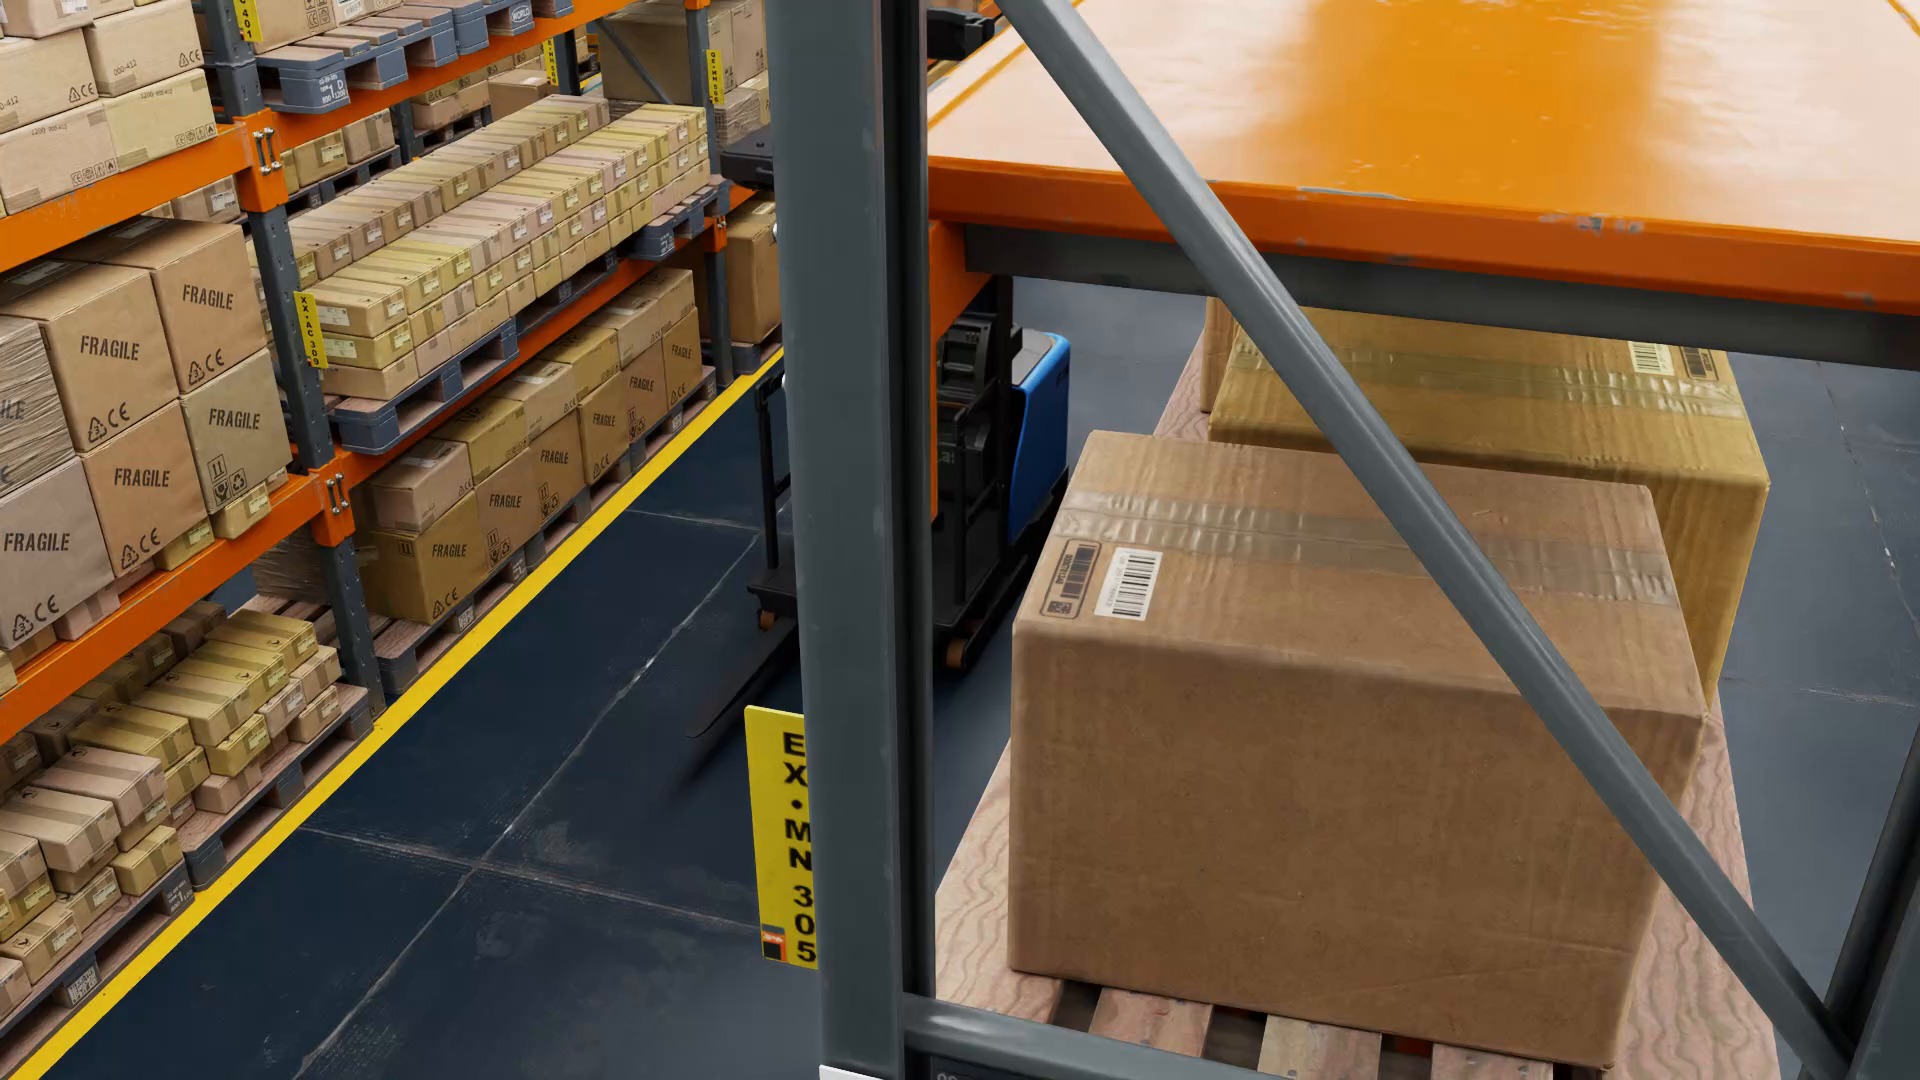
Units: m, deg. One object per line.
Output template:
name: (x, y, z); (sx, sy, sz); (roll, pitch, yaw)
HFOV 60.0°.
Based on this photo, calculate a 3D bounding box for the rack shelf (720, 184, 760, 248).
rack shelf: (-1.424, -3.029, 12.350); (1.077, 0.370, 4.000); (8, 30, 15)

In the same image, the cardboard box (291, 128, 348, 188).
cardboard box: (-5.958, -3.389, 14.528); (0.950, 0.372, 0.625); (10, 31, 18)

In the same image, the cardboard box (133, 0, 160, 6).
cardboard box: (-3.016, -2.009, 5.920); (0.380, 0.149, 0.250); (7, 30, 13)

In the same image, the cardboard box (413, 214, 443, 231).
cardboard box: (-2.874, -1.585, 8.535); (0.380, 0.149, 0.250); (9, 30, 15)

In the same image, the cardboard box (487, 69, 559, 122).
cardboard box: (-3.889, -3.931, 15.023); (0.500, 0.500, 0.500); (8, 30, 15)

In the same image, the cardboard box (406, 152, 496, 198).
cardboard box: (-2.716, -1.950, 8.884); (0.380, 0.149, 0.250); (9, 30, 16)

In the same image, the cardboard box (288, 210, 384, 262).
cardboard box: (-3.022, -1.470, 8.022); (0.380, 0.149, 0.250); (8, 30, 15)

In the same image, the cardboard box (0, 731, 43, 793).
cardboard box: (-3.857, 0.853, 6.520); (0.380, 0.149, 0.250); (9, 30, 16)

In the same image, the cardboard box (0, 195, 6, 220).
cardboard box: (-3.378, -1.068, 5.152); (0.500, 0.250, 0.500); (8, 30, 14)

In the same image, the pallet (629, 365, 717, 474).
pallet: (-2.242, -0.833, 10.530); (1.003, 0.211, 1.213); (8, 30, 15)

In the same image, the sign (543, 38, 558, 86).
sign: (-2.543, -2.998, 10.362); (0.100, 0.325, 0.005); (8, 30, 15)

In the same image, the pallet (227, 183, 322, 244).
pallet: (-6.182, -2.783, 14.036); (1.003, 0.211, 1.213); (8, 30, 15)

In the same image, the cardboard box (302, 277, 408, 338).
cardboard box: (-2.630, -1.007, 7.188); (0.380, 0.149, 0.250); (10, 31, 17)

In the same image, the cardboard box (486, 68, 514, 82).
cardboard box: (-4.869, -4.647, 16.914); (0.500, 0.250, 0.500); (8, 30, 14)

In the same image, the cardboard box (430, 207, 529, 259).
cardboard box: (-2.326, -1.490, 8.058); (0.380, 0.149, 0.250); (8, 30, 14)

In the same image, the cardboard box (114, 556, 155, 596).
cardboard box: (-3.294, 0.081, 6.276); (0.380, 0.149, 0.250); (8, 30, 13)

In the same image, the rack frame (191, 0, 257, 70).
rack frame: (-3.185, -3.177, 5.704); (1.000, 3.000, 0.127); (8, 30, 15)

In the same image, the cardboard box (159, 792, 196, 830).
cardboard box: (-3.340, 1.084, 6.717); (0.380, 0.149, 0.250); (8, 30, 14)

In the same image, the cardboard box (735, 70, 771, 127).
cardboard box: (-1.475, -2.865, 11.211); (0.500, 0.500, 0.500); (8, 30, 14)

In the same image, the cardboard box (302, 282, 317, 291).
cardboard box: (-3.181, -1.095, 7.653); (0.380, 0.149, 0.250); (9, 30, 15)

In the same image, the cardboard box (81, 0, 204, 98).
cardboard box: (-3.078, -1.768, 5.898); (0.500, 0.250, 0.500); (7, 30, 12)

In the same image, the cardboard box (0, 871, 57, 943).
cardboard box: (-3.544, 1.287, 6.046); (0.380, 0.149, 0.250); (10, 31, 17)

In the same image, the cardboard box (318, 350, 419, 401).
cardboard box: (-2.630, -0.747, 7.333); (0.380, 0.149, 0.250); (7, 30, 12)

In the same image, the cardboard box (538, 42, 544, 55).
cardboard box: (-4.561, -5.449, 17.584); (0.500, 0.500, 0.500); (10, 31, 17)

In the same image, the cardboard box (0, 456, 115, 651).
cardboard box: (-3.358, 0.008, 5.741); (0.500, 0.500, 0.500); (8, 30, 15)

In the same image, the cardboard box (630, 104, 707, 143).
cardboard box: (-1.717, -2.455, 9.792); (0.380, 0.149, 0.250); (7, 30, 13)

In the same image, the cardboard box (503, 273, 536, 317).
cardboard box: (-2.328, -1.227, 8.196); (0.380, 0.149, 0.250); (7, 30, 13)

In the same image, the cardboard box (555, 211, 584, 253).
cardboard box: (-2.173, -1.604, 8.568); (0.380, 0.149, 0.250); (8, 30, 14)

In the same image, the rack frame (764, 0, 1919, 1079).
rack frame: (0.349, -0.564, 1.007); (0.949, 2.616, 0.053); (8, 30, 15)

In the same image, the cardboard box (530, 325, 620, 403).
cardboard box: (-2.264, -1.008, 9.344); (0.500, 0.250, 0.500); (9, 30, 16)

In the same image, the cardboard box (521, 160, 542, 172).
cardboard box: (-2.572, -2.054, 9.377); (0.380, 0.149, 0.250); (9, 30, 15)

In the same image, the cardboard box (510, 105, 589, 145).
cardboard box: (-2.409, -2.436, 9.757); (0.380, 0.149, 0.250); (8, 30, 14)

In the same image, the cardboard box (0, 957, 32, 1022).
cardboard box: (-3.515, 1.580, 5.825); (0.380, 0.149, 0.250); (7, 30, 12)

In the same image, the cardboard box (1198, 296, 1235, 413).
cardboard box: (0.903, -0.538, 3.409); (0.700, 0.500, 0.500); (10, 31, 17)

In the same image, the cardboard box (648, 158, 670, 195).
cardboard box: (-1.873, -2.076, 9.418); (0.380, 0.149, 0.250); (9, 30, 16)

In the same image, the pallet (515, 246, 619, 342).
pallet: (-2.553, -1.405, 8.887); (1.003, 0.211, 1.213); (8, 30, 15)

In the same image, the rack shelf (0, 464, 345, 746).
rack shelf: (-3.773, 0.688, 5.667); (1.077, 0.370, 4.000); (8, 30, 15)

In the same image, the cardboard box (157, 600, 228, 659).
cardboard box: (-3.485, 0.378, 7.374); (0.380, 0.149, 0.250); (10, 31, 17)

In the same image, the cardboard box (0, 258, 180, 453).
cardboard box: (-3.212, -0.668, 5.928); (0.500, 0.500, 0.500); (8, 30, 13)

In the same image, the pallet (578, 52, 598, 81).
pallet: (-4.719, -5.165, 18.318); (1.003, 0.211, 1.213); (8, 30, 15)

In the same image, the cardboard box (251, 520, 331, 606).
cardboard box: (-3.209, -0.026, 8.351); (0.500, 0.500, 0.500); (8, 30, 14)

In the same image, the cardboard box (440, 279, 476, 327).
cardboard box: (-2.481, -1.117, 7.693); (0.380, 0.149, 0.250); (9, 30, 16)

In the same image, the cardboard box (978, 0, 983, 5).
cardboard box: (-0.270, -5.265, 15.475); (0.875, 0.550, 0.500); (8, 30, 15)

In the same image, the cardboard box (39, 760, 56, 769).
cardboard box: (-3.705, 0.874, 6.789); (0.380, 0.149, 0.250); (7, 30, 12)

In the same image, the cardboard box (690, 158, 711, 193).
cardboard box: (-1.717, -2.193, 9.933); (0.380, 0.149, 0.250); (9, 30, 16)

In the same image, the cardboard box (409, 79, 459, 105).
cardboard box: (-5.168, -4.478, 15.839); (0.500, 0.500, 0.500); (10, 31, 17)

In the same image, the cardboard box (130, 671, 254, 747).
cardboard box: (-3.144, 0.691, 6.812); (0.380, 0.149, 0.250); (8, 30, 14)

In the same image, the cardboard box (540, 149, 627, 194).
cardboard box: (-2.021, -1.981, 8.940); (0.380, 0.149, 0.250); (9, 30, 15)

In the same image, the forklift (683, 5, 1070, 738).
forklift: (-0.373, -0.869, 7.797); (1.130, 2.935, 3.031); (10, 31, 18)

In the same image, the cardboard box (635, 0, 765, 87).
cardboard box: (-1.723, -3.337, 11.032); (0.700, 0.500, 0.500); (8, 30, 14)

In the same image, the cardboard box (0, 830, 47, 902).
cardboard box: (-3.531, 1.166, 5.957); (0.380, 0.149, 0.250); (9, 30, 15)

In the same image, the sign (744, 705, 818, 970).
sign: (-0.162, 0.311, 1.690); (0.100, 0.325, 0.005); (8, 30, 15)

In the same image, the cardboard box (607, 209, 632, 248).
cardboard box: (-2.021, -1.718, 9.079); (0.380, 0.149, 0.250); (7, 30, 13)

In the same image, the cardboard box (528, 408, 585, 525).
cardboard box: (-2.420, -0.444, 9.101); (0.500, 0.500, 0.500); (9, 30, 16)

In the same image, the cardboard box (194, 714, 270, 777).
cardboard box: (-3.103, 0.823, 6.879); (0.380, 0.149, 0.250); (7, 30, 13)
